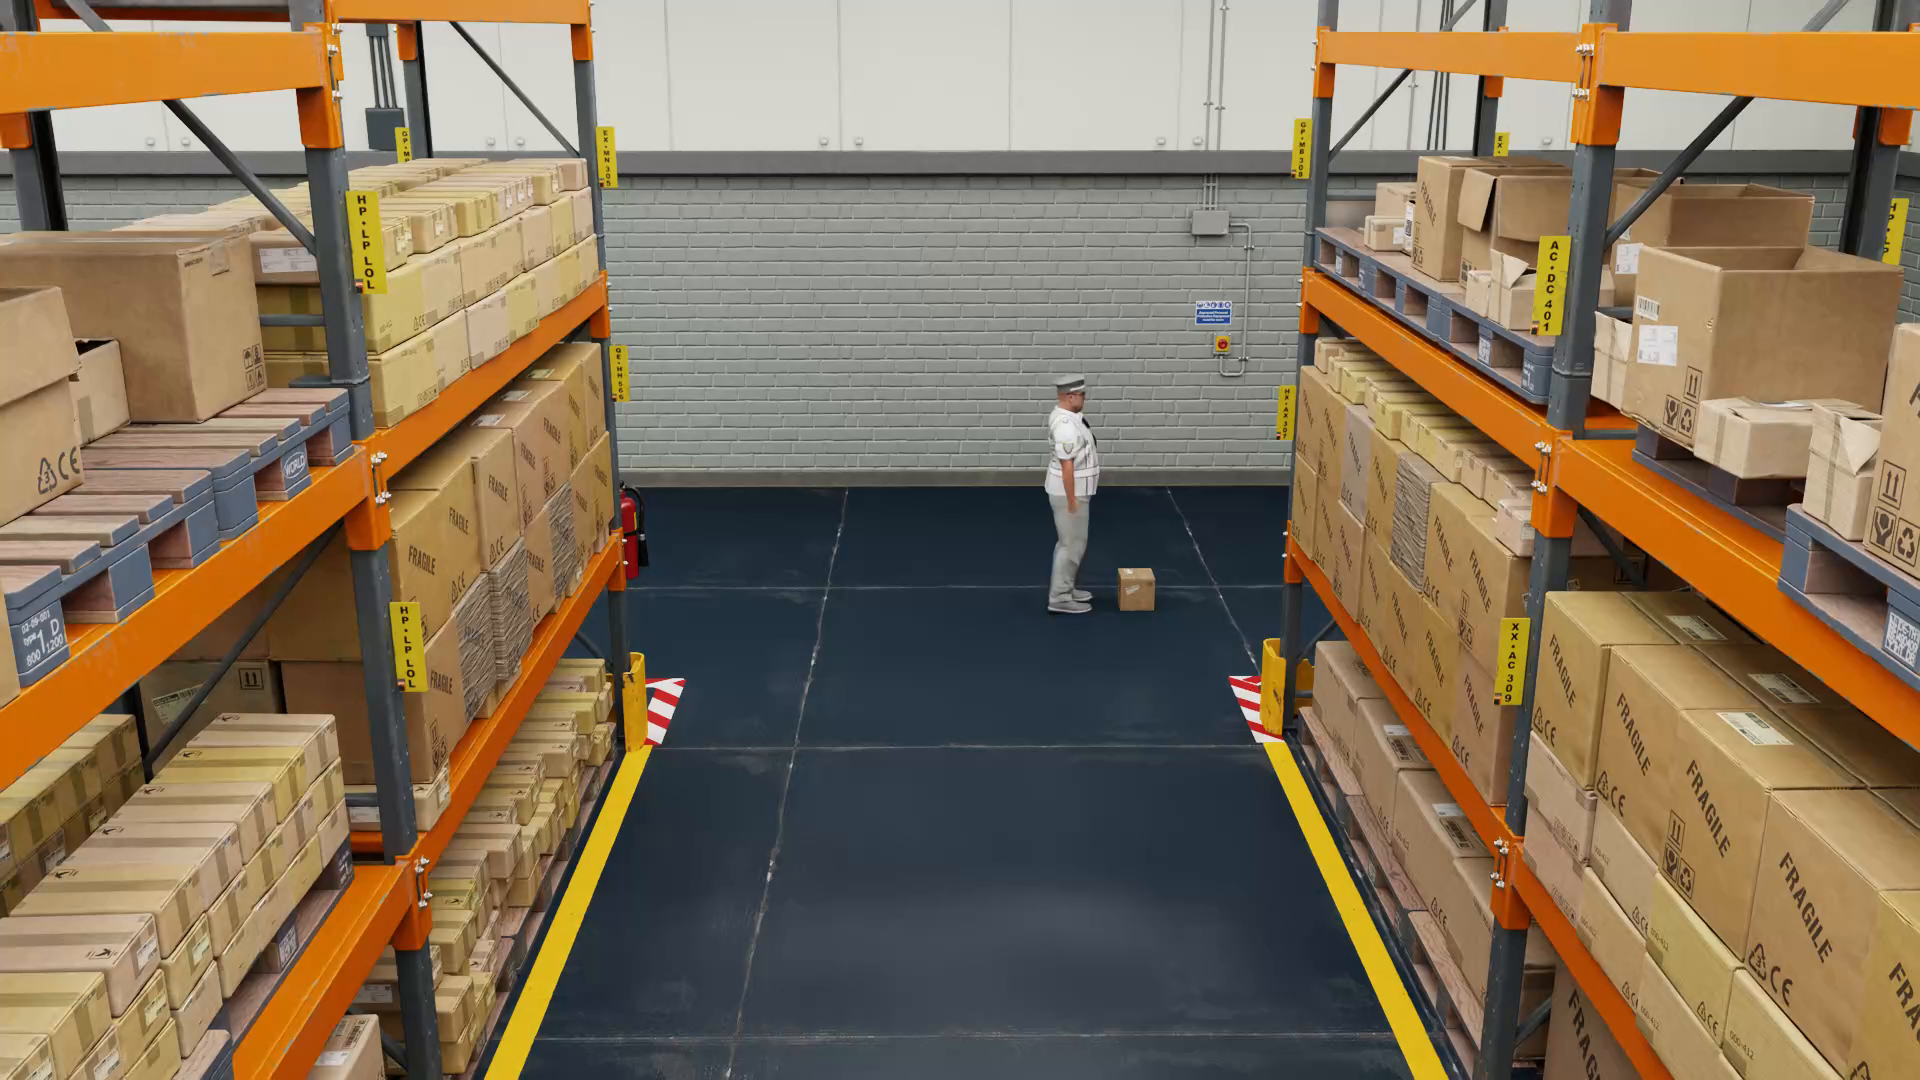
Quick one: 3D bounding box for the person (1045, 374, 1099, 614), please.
[{"bbox_3d":[0.819,-0.351,12.194,0.393,1.756,0.528,0,17,1],"label":"person"}]
